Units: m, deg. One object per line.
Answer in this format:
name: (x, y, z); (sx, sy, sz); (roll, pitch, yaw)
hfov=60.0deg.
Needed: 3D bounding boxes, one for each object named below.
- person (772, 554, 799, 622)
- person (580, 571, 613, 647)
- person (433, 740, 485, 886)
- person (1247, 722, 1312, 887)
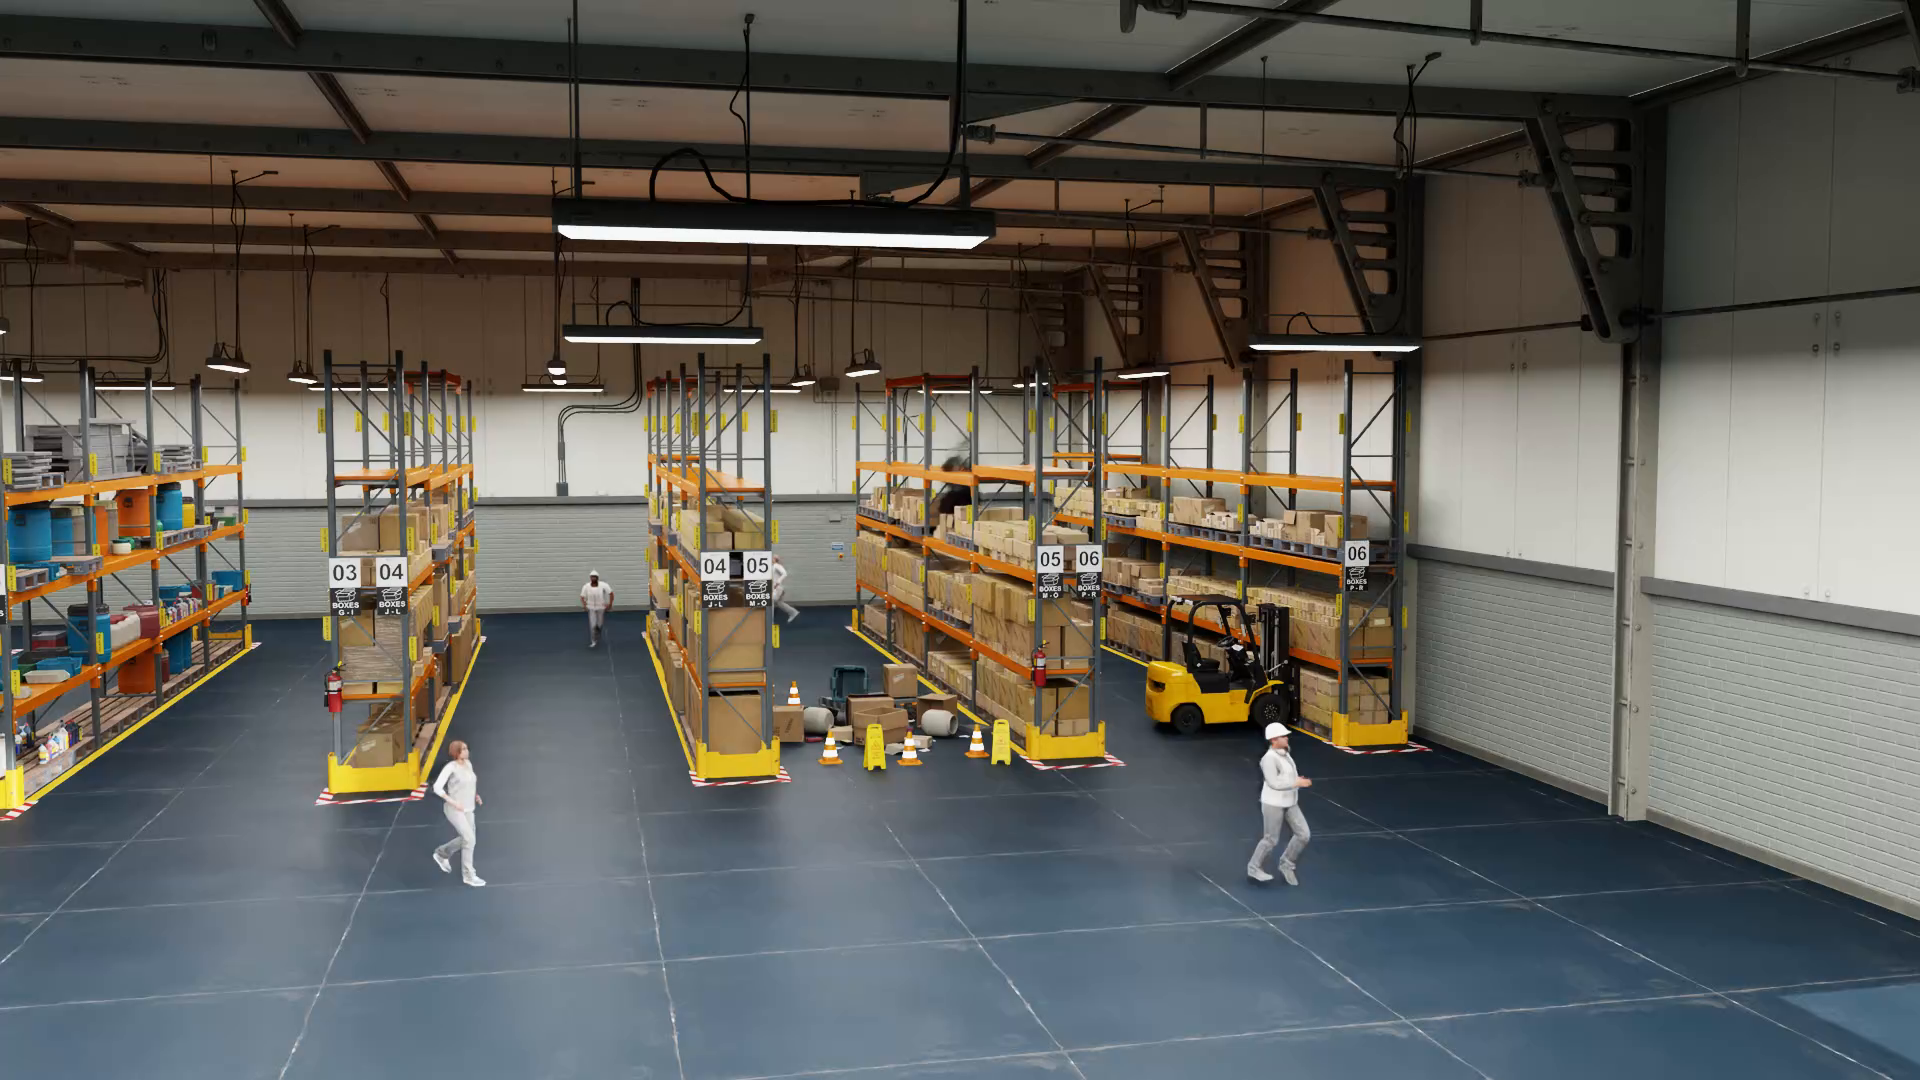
person: (-4.493, 1.249, 41.155); (1.060, 1.800, 0.719); (-1, 4, -13)
person: (-8.175, 1.547, 37.407); (0.728, 1.728, 0.656); (0, 4, -5)
person: (-5.489, 2.961, 18.098); (0.675, 1.589, 0.550); (1, 4, 17)
person: (3.472, 2.872, 17.991); (0.721, 1.806, 0.625); (3, 5, 38)
